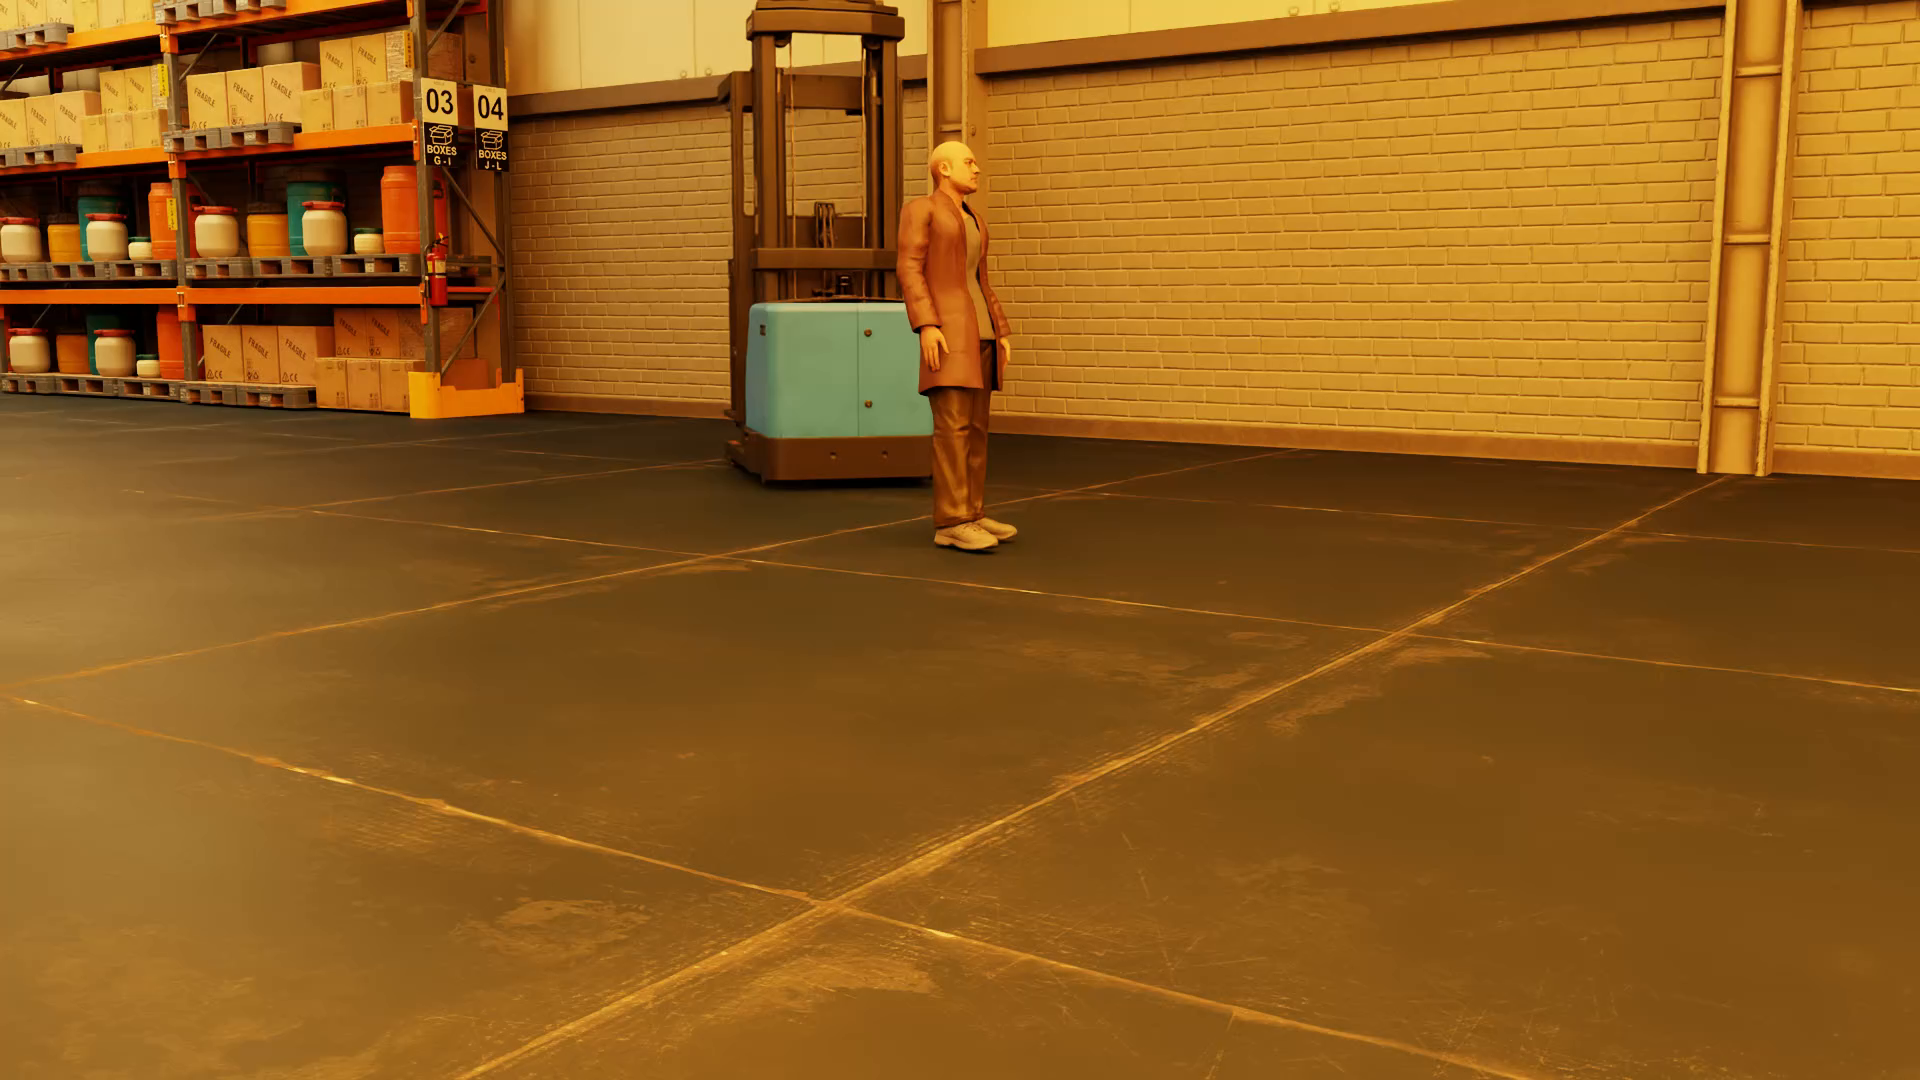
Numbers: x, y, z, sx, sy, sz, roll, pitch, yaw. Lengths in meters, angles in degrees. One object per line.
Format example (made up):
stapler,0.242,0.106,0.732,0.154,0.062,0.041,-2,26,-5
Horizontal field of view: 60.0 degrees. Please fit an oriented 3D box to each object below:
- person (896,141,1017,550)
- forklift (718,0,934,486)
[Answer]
person,0.074,-0.880,7.423,0.579,1.778,0.698,5,10,34
forklift,-0.966,-1.941,10.844,1.130,2.935,3.031,-2,8,-15
